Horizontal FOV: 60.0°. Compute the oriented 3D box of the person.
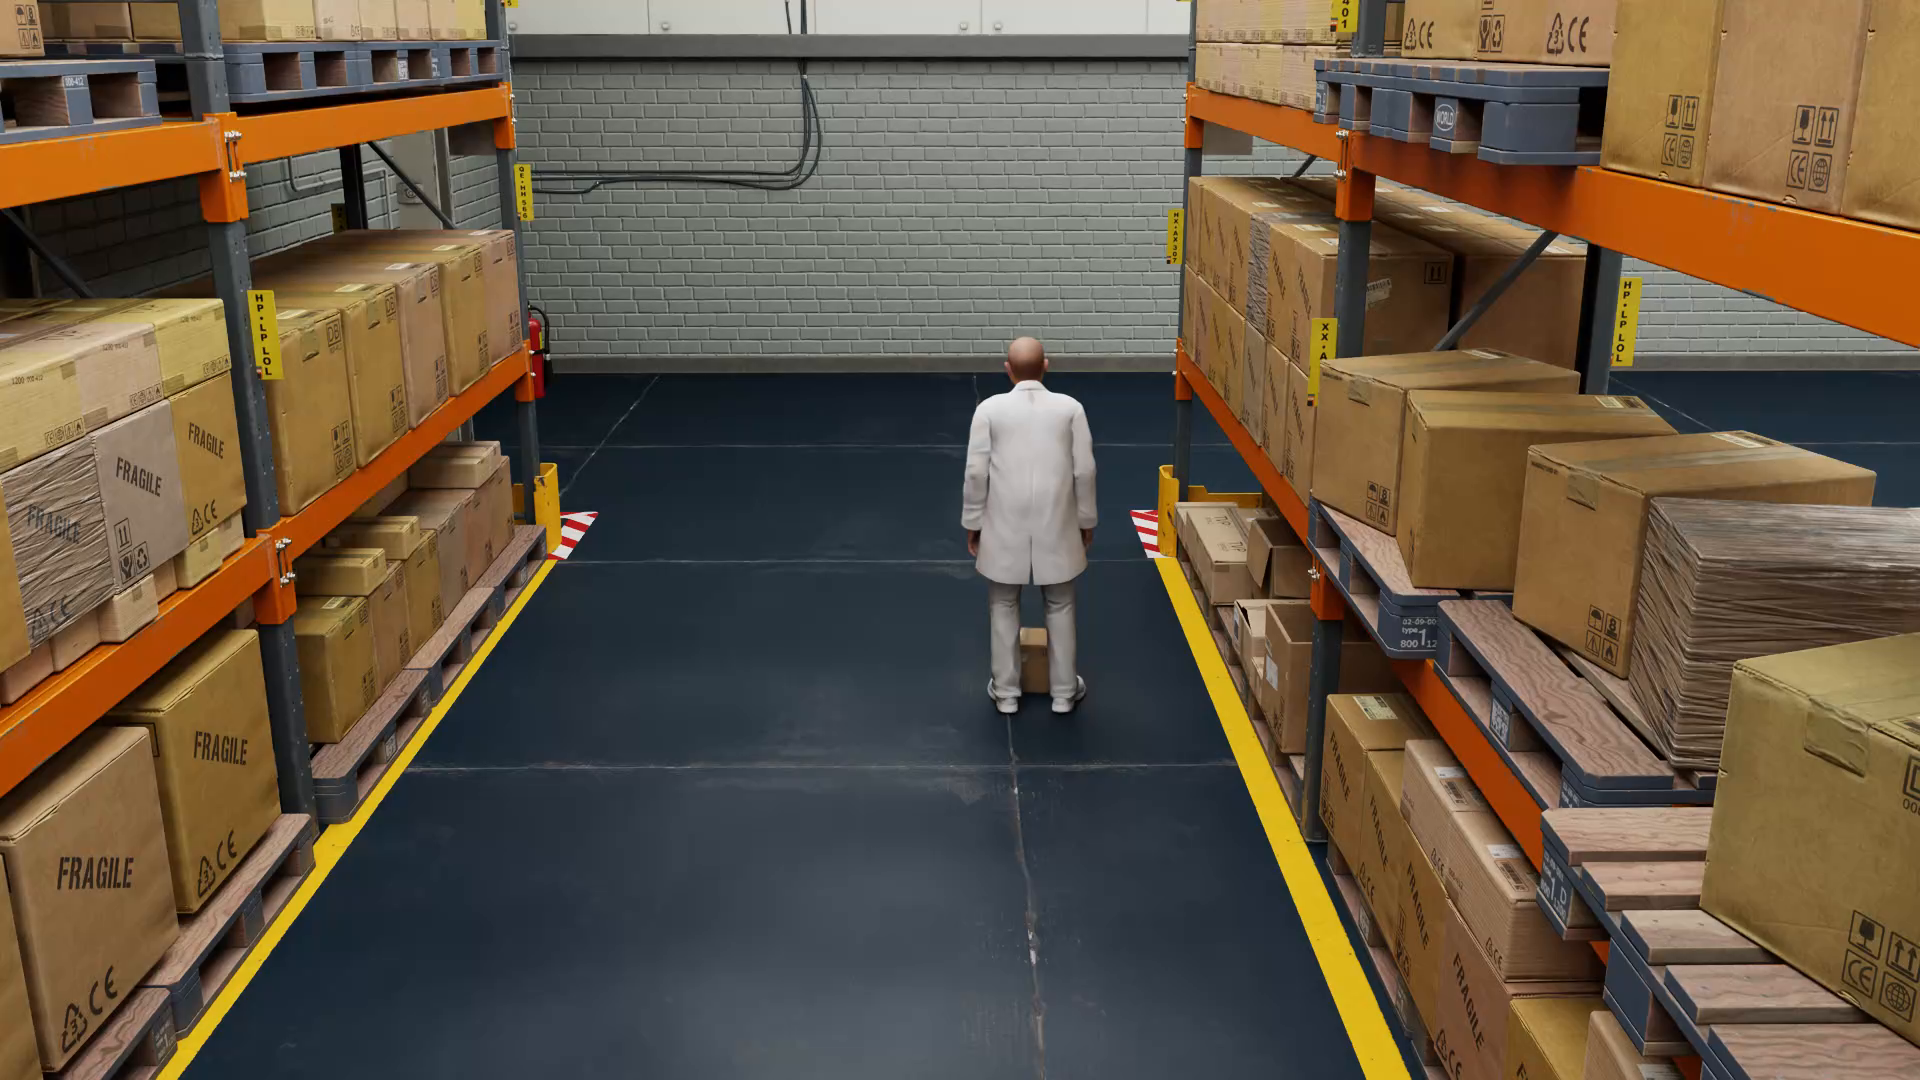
[{"bbox_3d":[0.325,-0.062,7.777,0.640,1.772,0.428,0,17,0],"label":"person"}]
